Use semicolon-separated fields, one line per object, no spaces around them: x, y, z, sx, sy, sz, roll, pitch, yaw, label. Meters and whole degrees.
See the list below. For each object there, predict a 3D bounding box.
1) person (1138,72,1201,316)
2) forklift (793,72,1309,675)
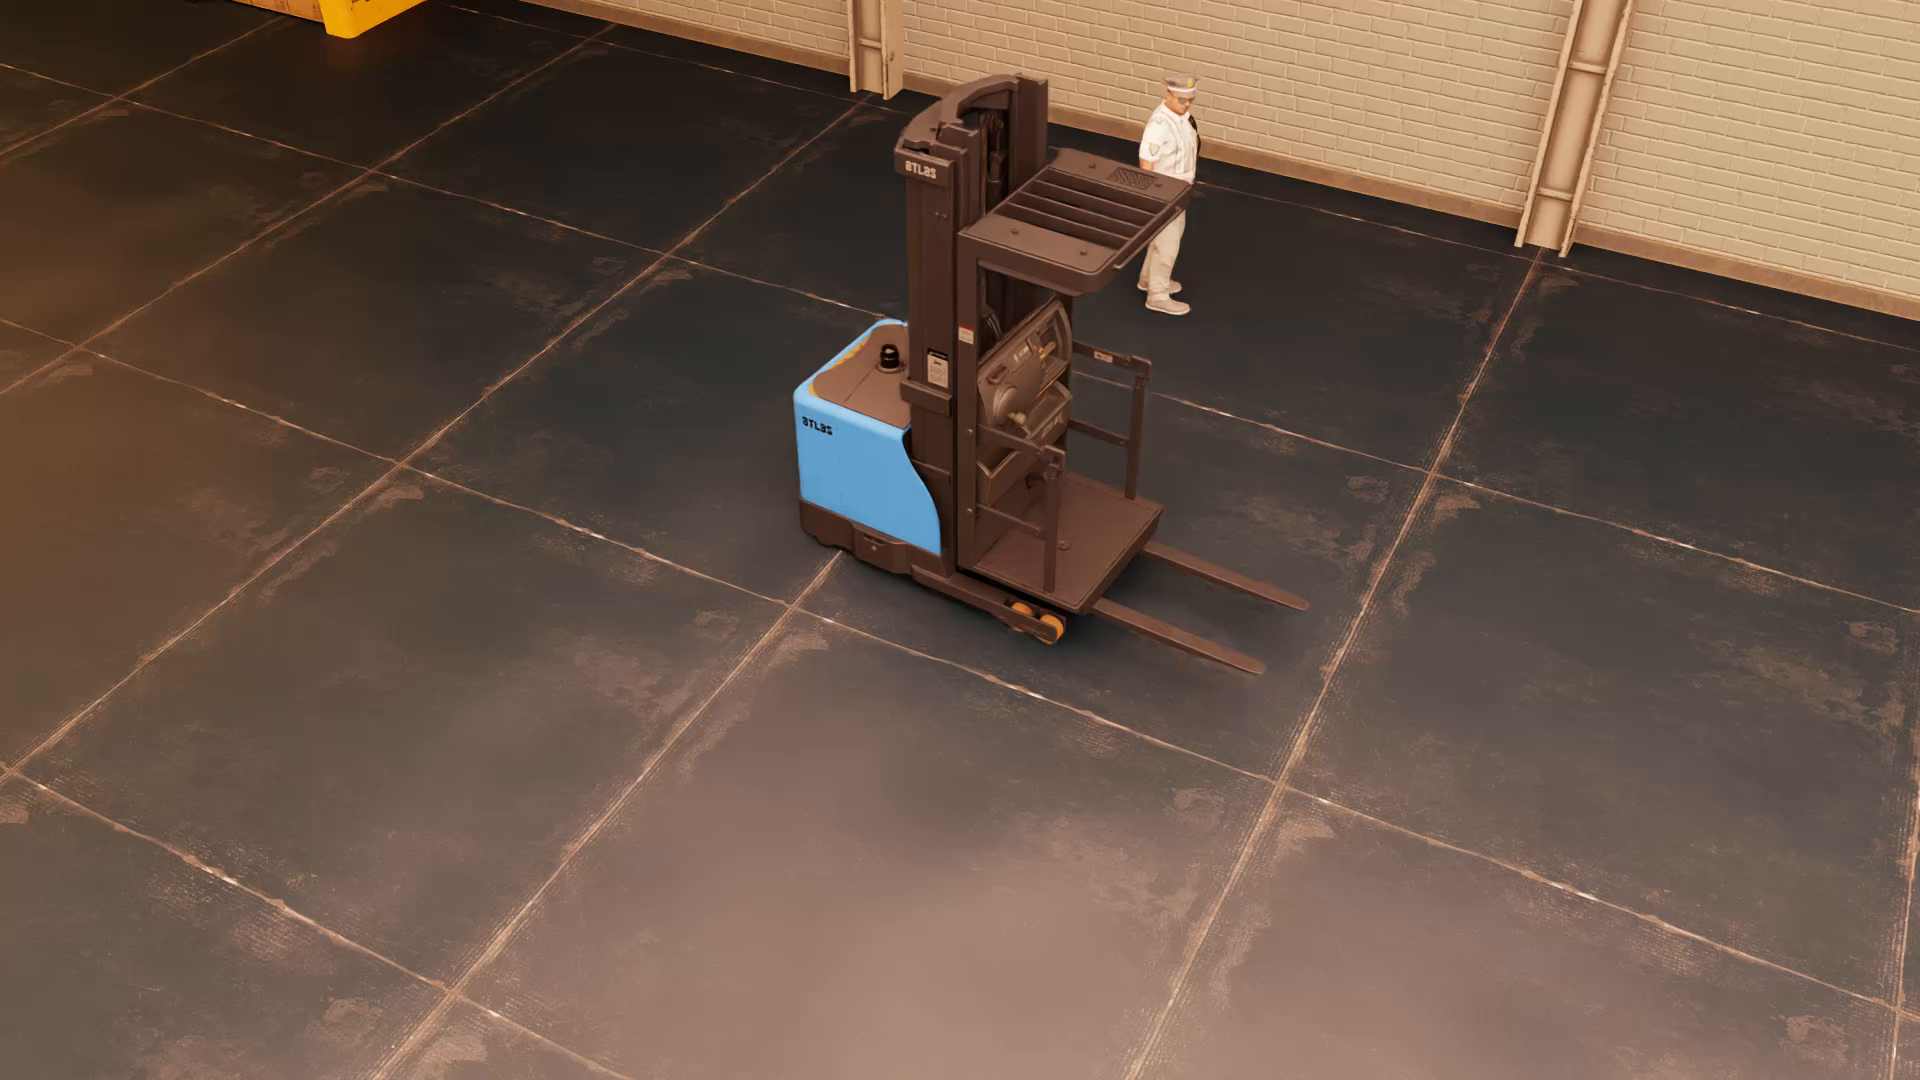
1.508;-2.478;11.845;0.478;1.752;0.699;12;42;14;person
0.535;-0.919;9.078;3.031;2.935;1.130;22;45;24;forklift
